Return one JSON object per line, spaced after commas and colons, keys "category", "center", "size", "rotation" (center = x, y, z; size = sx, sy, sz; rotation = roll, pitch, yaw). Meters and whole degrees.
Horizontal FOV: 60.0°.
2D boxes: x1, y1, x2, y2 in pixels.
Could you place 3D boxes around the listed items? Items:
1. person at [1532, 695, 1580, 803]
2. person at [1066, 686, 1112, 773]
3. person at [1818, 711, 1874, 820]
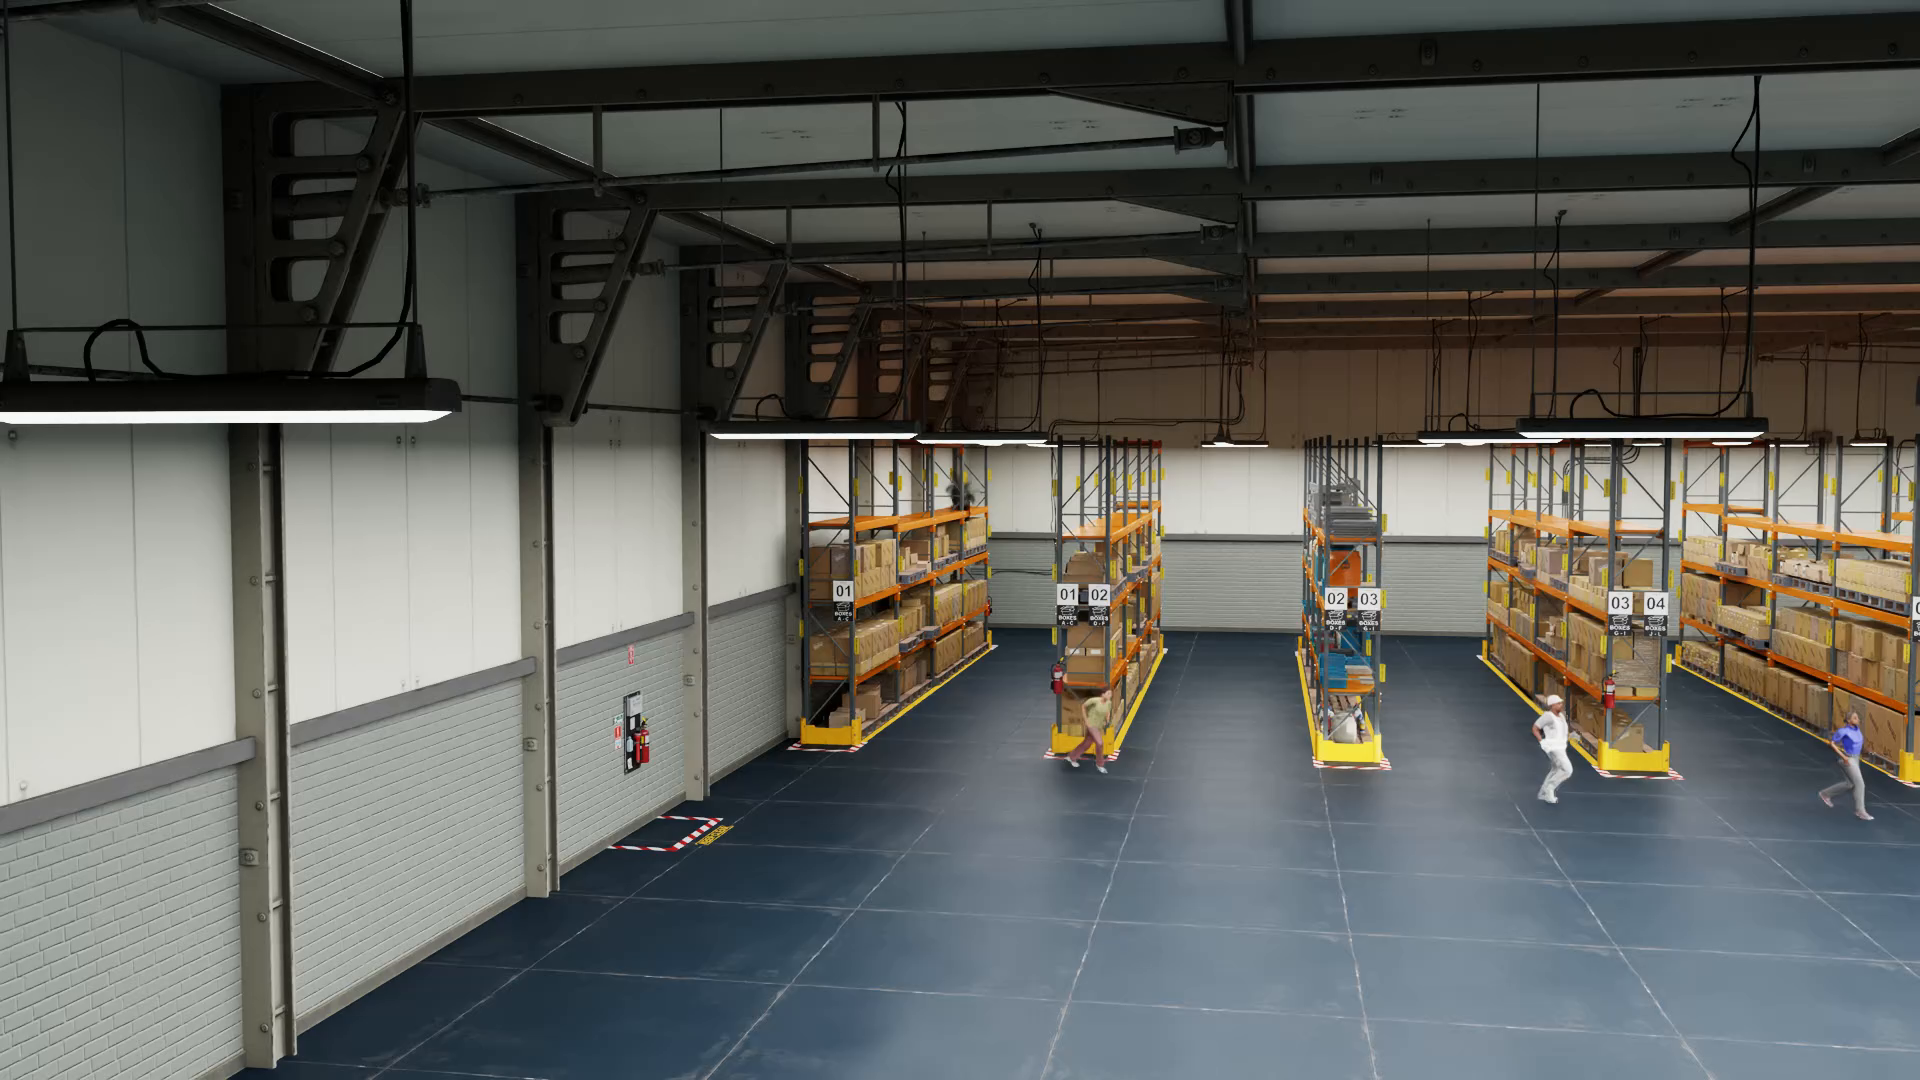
{"category": "person", "center": [9.654, 3.375, 26.834], "size": [0.656, 1.740, 0.672], "rotation": [2, 4, 38]}
{"category": "person", "center": [2.345, 3.364, 29.779], "size": [0.595, 1.590, 0.945], "rotation": [-3, 4, -41]}
{"category": "person", "center": [13.902, 3.495, 26.044], "size": [0.571, 1.667, 0.843], "rotation": [-3, 4, -39]}
